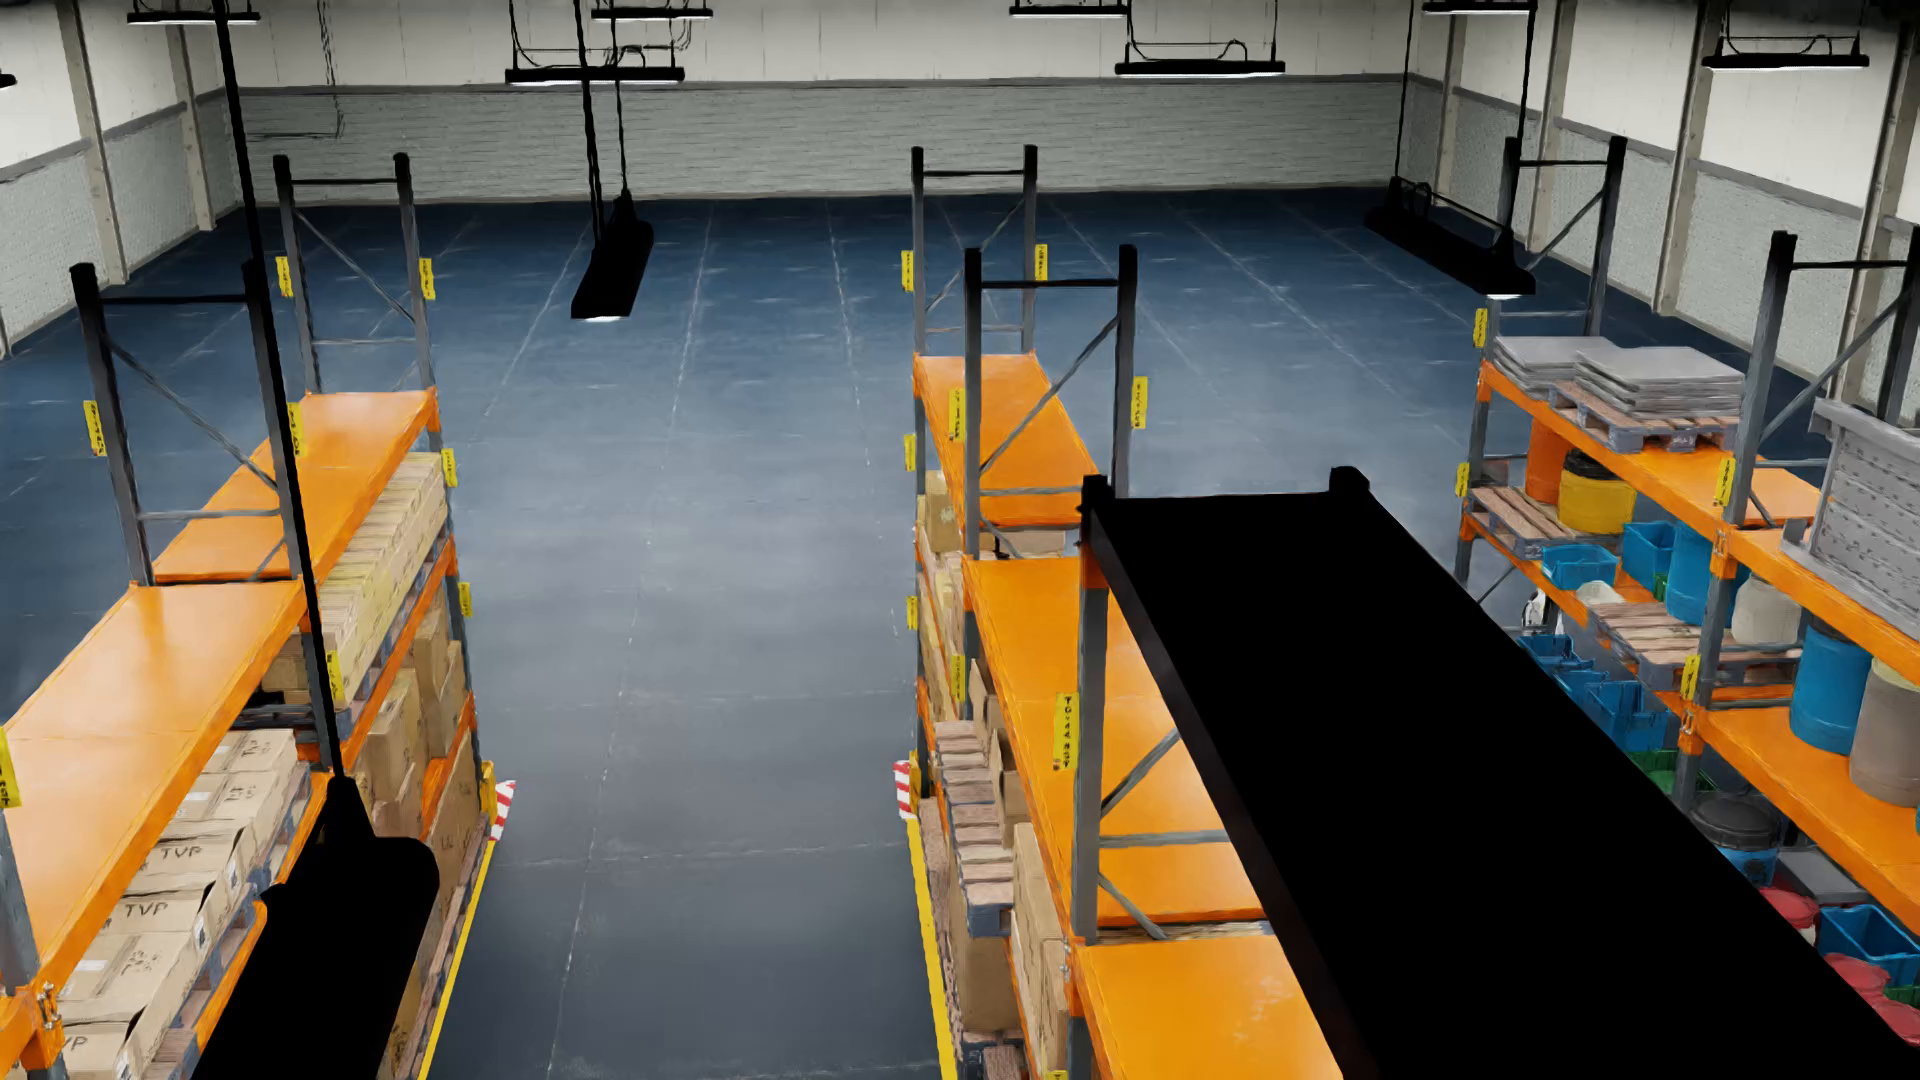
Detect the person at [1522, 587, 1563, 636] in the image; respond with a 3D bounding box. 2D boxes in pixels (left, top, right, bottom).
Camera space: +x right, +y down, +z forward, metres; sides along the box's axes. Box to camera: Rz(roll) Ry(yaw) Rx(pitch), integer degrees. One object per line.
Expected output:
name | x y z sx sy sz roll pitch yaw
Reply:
person | 5.939 0.969 16.805 0.507 1.739 0.712 11 24 26
